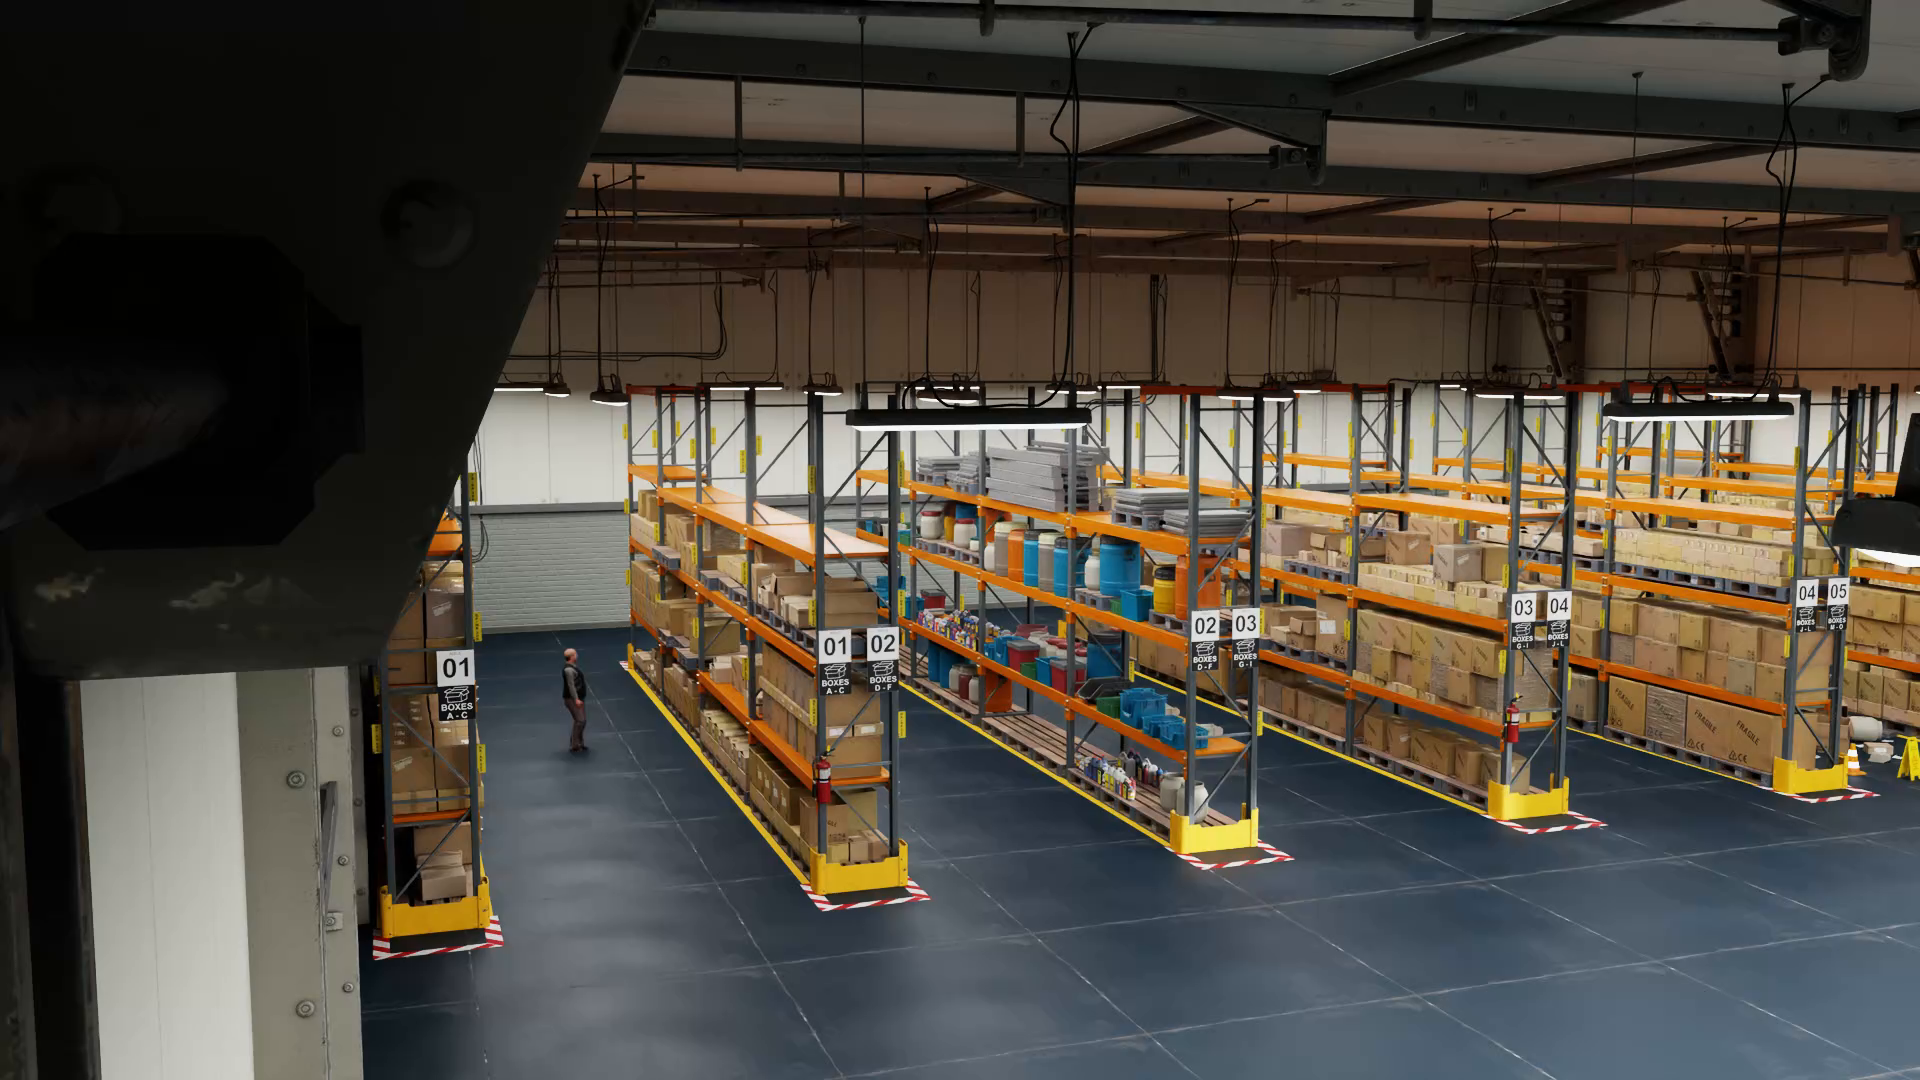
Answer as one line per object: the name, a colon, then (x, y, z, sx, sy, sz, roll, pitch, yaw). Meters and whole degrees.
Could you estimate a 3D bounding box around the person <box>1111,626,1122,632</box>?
person: (3.123, 1.979, 32.647, 0.419, 1.786, 0.613, -6, 8, -45)

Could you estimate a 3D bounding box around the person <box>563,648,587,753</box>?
person: (-6.366, 2.676, 27.586, 0.484, 1.779, 0.548, 1, 6, 7)
